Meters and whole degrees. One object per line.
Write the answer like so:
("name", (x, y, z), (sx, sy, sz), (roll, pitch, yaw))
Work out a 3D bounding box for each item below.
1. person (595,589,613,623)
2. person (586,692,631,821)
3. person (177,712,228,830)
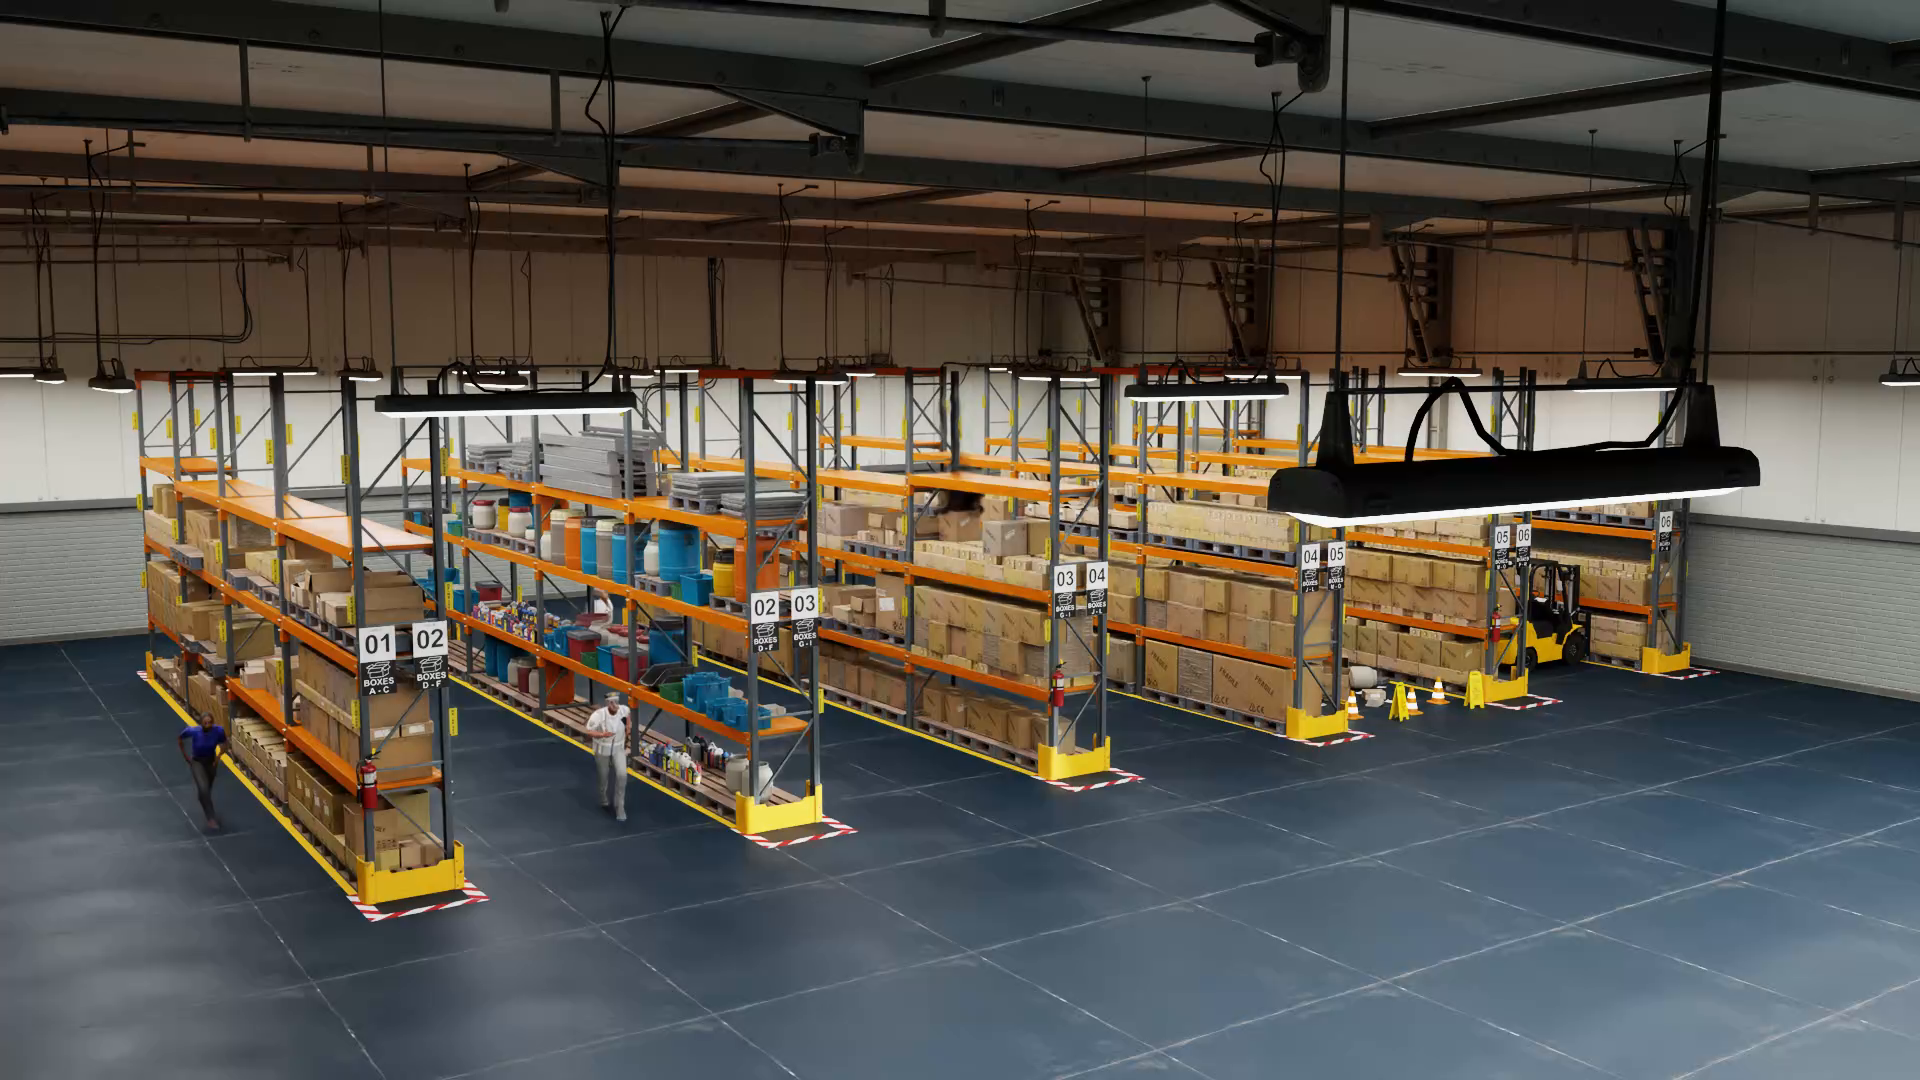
("person", (-6.949, 1.830, 32.205), (0.861, 1.855, 0.669), (6, 9, 42))
("person", (-4.824, 2.912, 22.838), (0.655, 1.800, 0.986), (-3, 7, -22))
("person", (-10.202, 3.049, 22.413), (0.612, 1.615, 0.965), (-4, 8, -32))
